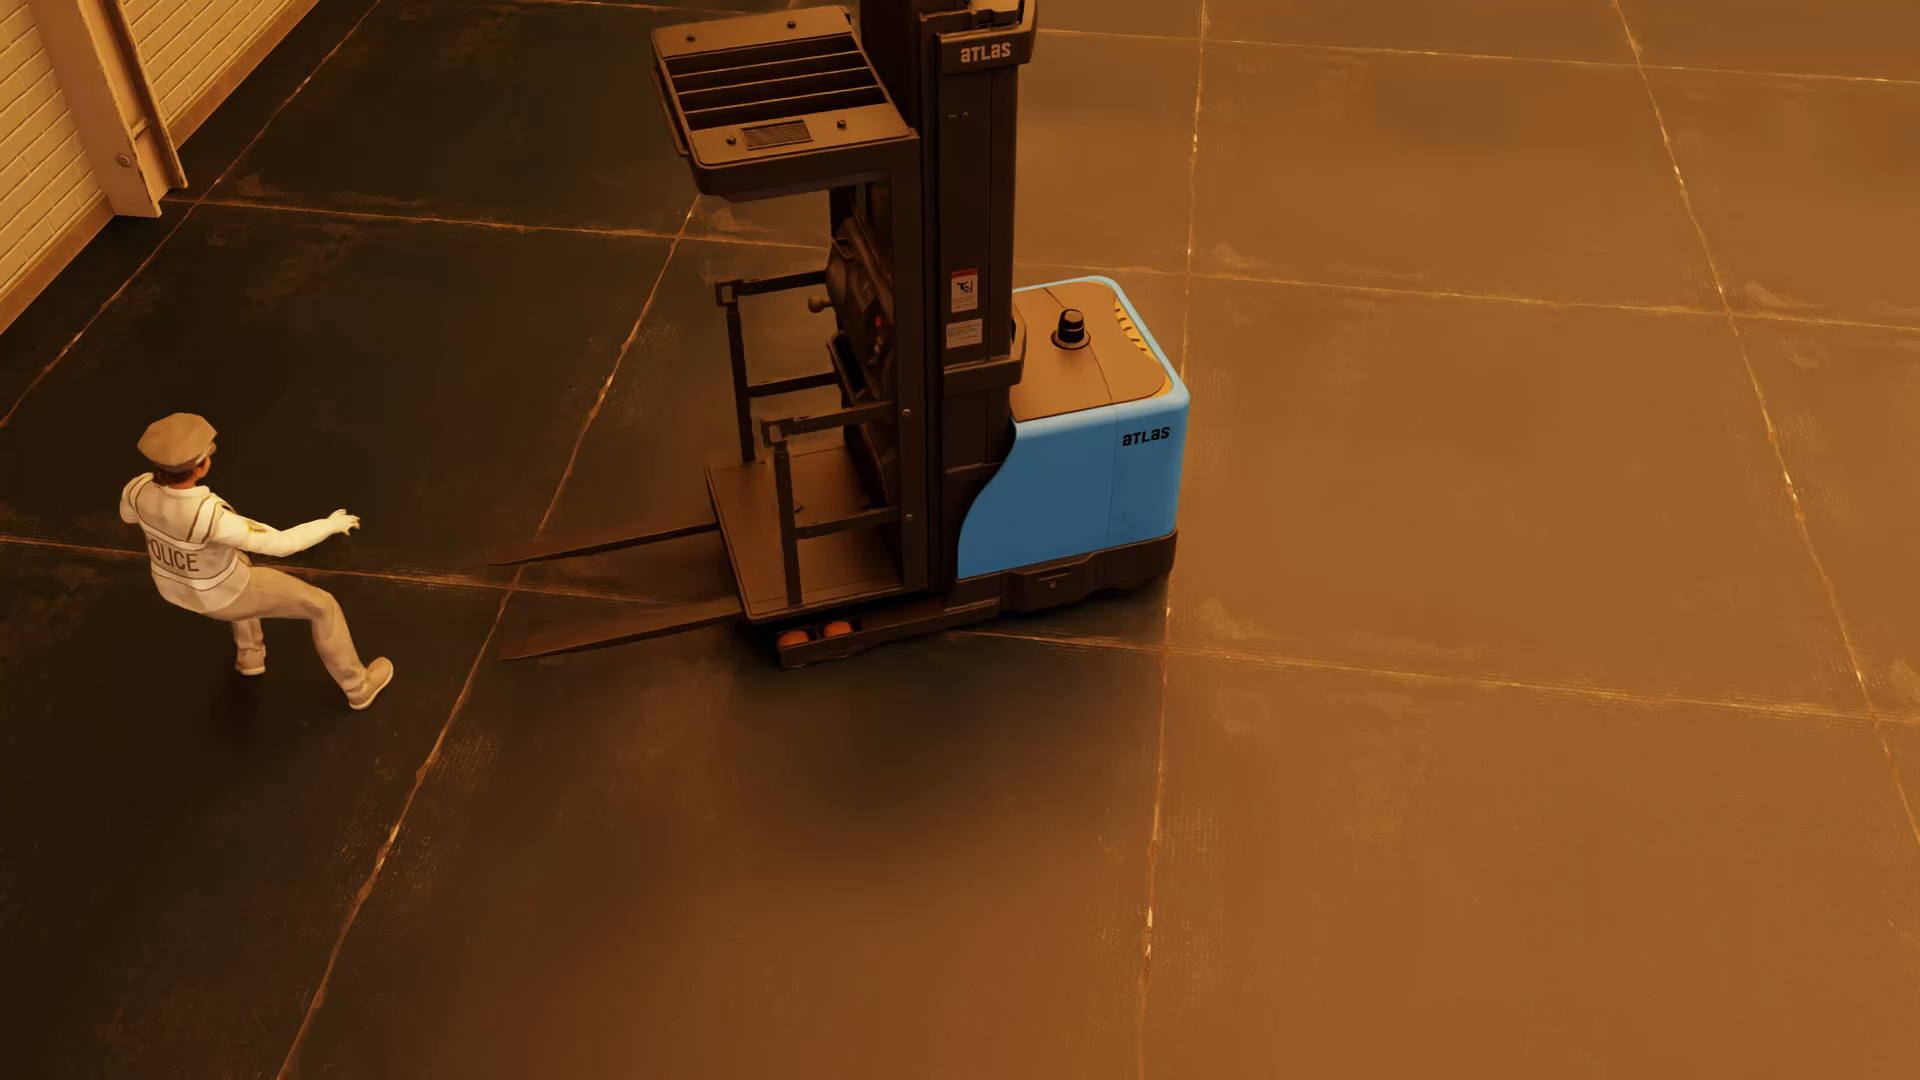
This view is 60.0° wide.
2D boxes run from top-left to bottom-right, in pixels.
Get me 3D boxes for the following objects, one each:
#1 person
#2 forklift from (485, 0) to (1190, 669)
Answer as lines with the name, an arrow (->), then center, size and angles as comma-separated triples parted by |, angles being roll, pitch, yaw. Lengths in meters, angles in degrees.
person -> -2.880, 0.053, 6.711 | 0.782, 1.513, 0.638 | 15, 45, 16
forklift -> -0.591, -0.922, 6.728 | 3.031, 2.935, 1.130 | -11, 44, -12
